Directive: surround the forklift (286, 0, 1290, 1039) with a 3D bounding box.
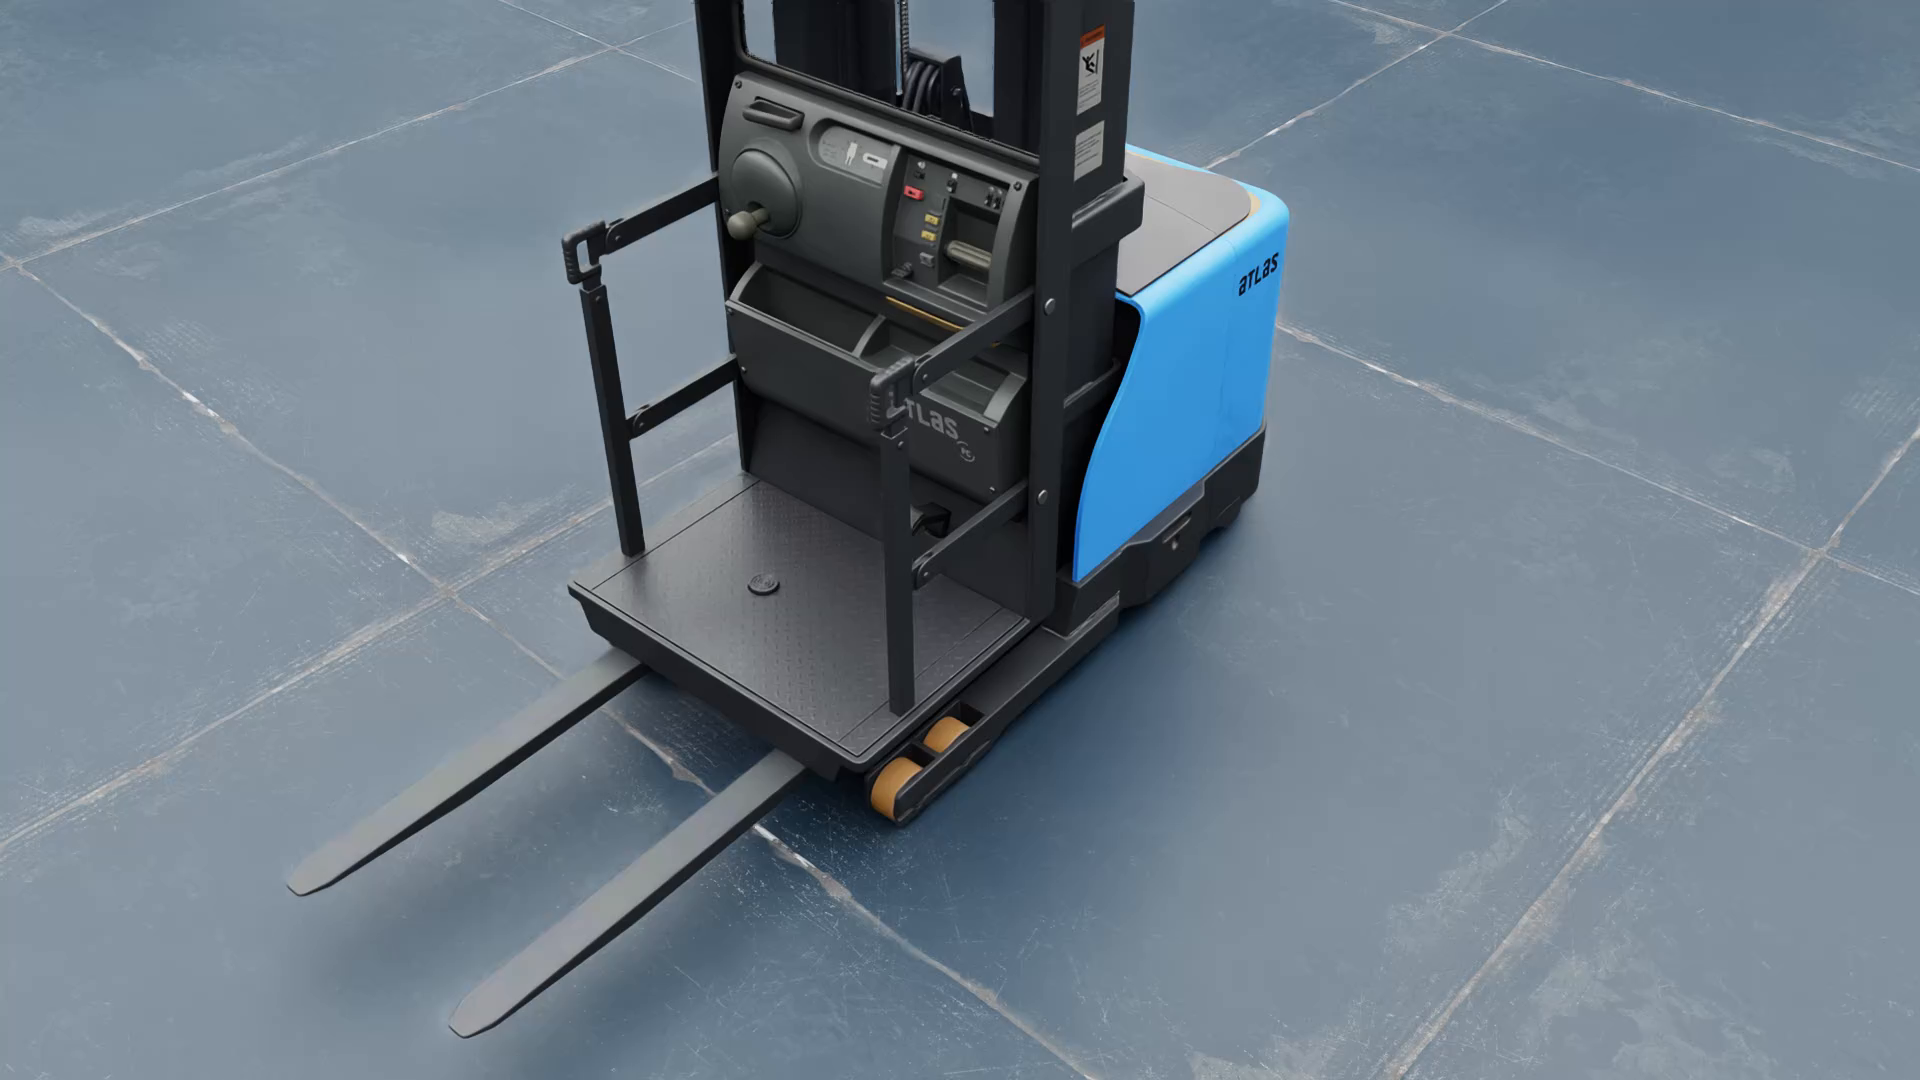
[{"bbox_3d":[-0.359,-0.768,3.861,1.130,2.935,3.031,27,46,30],"label":"forklift"}]
